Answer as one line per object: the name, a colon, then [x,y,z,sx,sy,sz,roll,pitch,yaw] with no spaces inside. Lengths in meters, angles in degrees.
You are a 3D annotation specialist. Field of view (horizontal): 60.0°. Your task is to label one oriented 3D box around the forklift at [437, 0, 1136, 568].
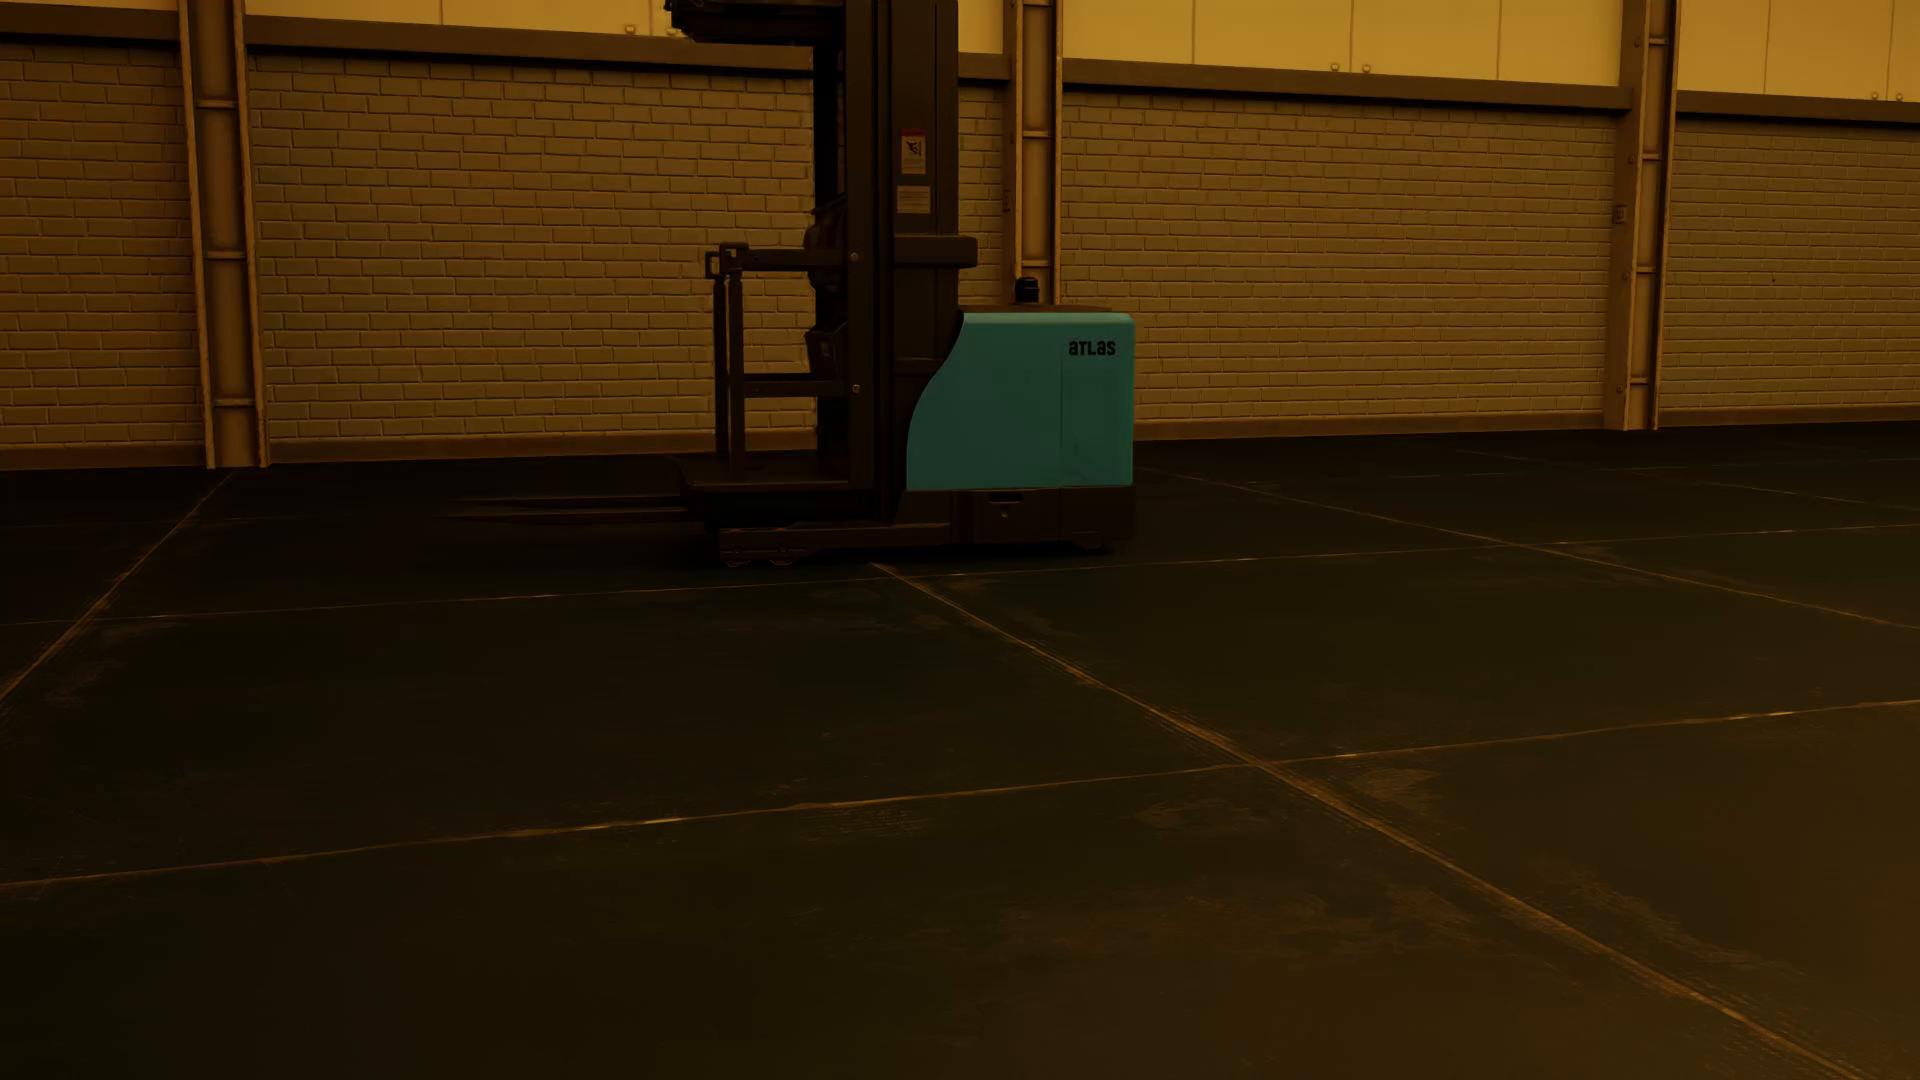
forklift: [-0.782,-1.413,7.436,3.031,2.935,1.130,-2,8,-12]
